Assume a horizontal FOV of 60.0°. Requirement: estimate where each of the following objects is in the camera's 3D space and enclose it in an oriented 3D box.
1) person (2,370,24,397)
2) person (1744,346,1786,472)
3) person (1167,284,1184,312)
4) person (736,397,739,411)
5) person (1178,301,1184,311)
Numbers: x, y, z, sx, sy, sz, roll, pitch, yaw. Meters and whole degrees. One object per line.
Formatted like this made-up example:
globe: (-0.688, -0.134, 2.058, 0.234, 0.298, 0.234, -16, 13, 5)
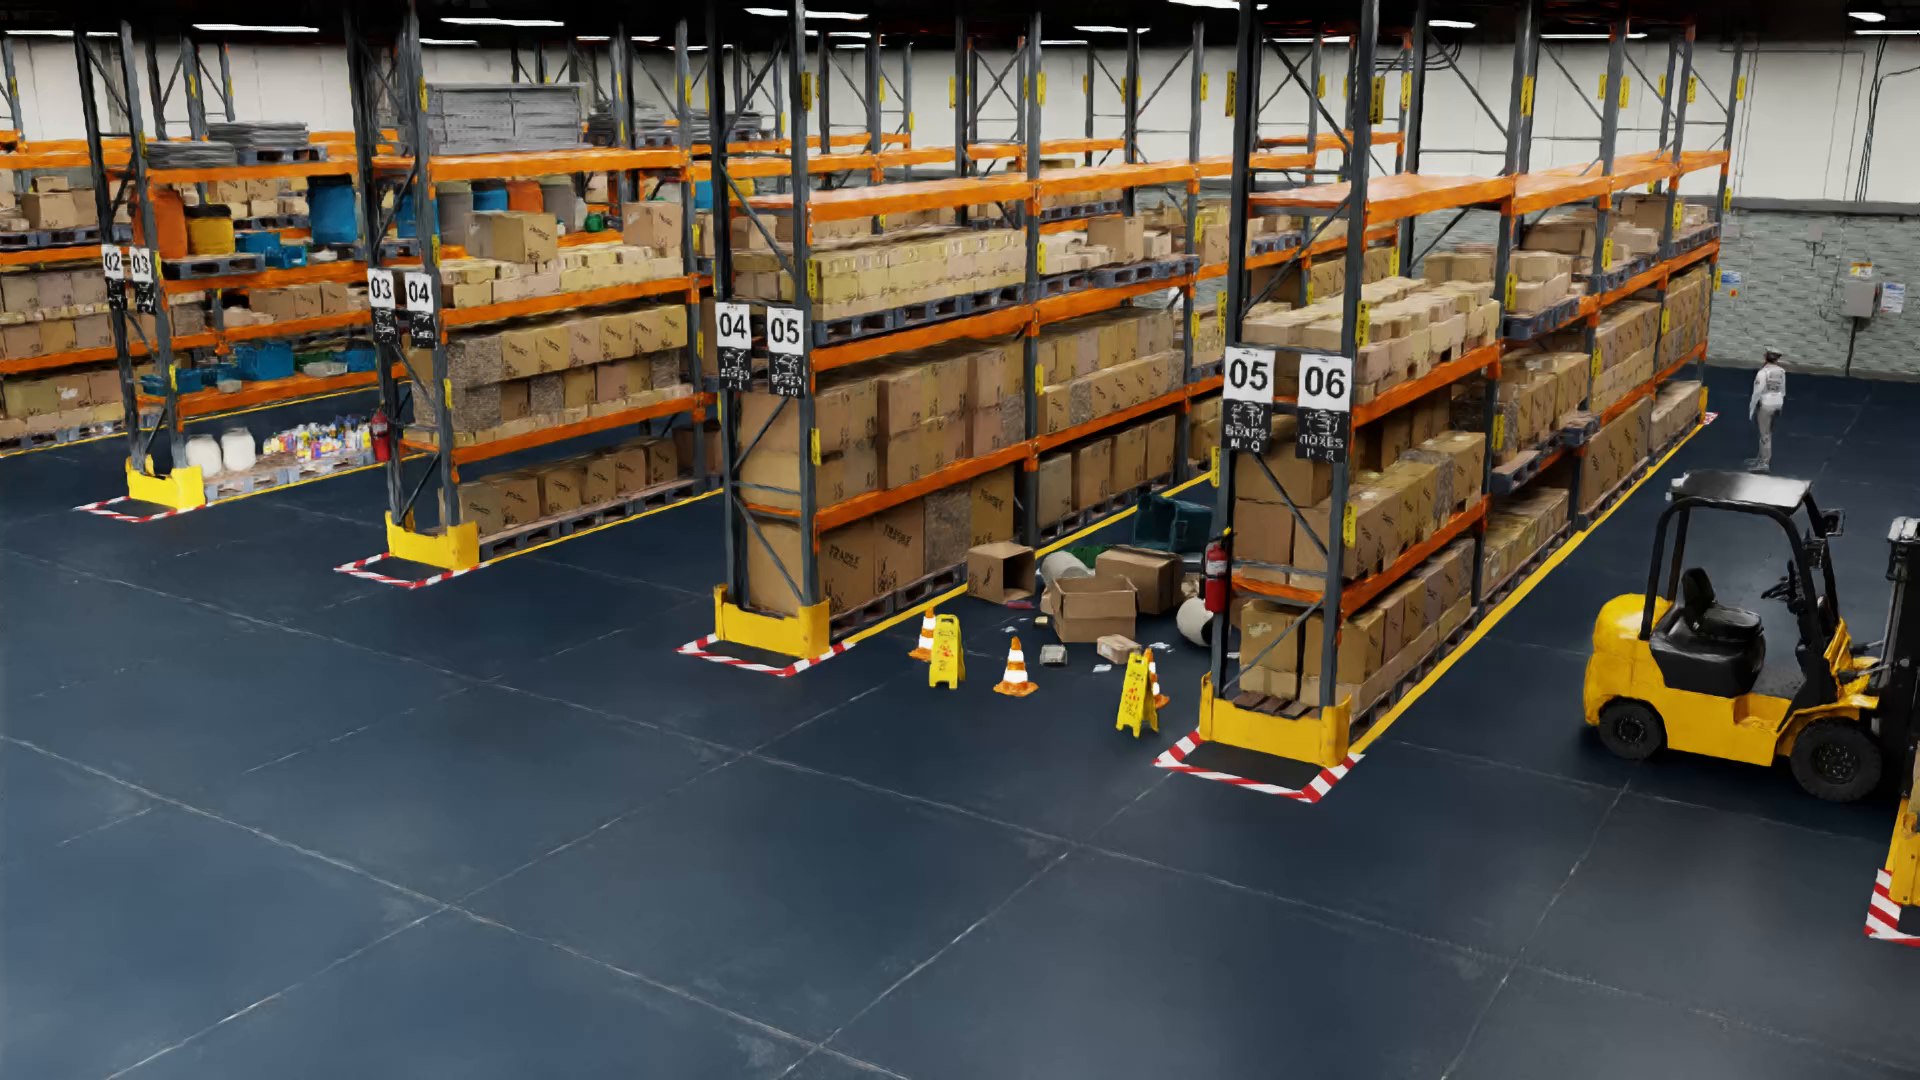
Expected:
person: (-14.635, -2.613, 25.763, 0.566, 1.541, 0.519, 9, 18, 29)
person: (10.883, -1.786, 22.480, 0.572, 1.667, 0.544, -8, 18, -27)
person: (4.003, -3.987, 30.170, 0.637, 1.779, 0.429, -12, 19, -36)
person: (-3.258, -2.545, 25.351, 0.443, 1.587, 0.991, 13, 20, 40)
person: (3.498, -2.917, 26.354, 0.624, 1.764, 0.503, -8, 17, -26)
